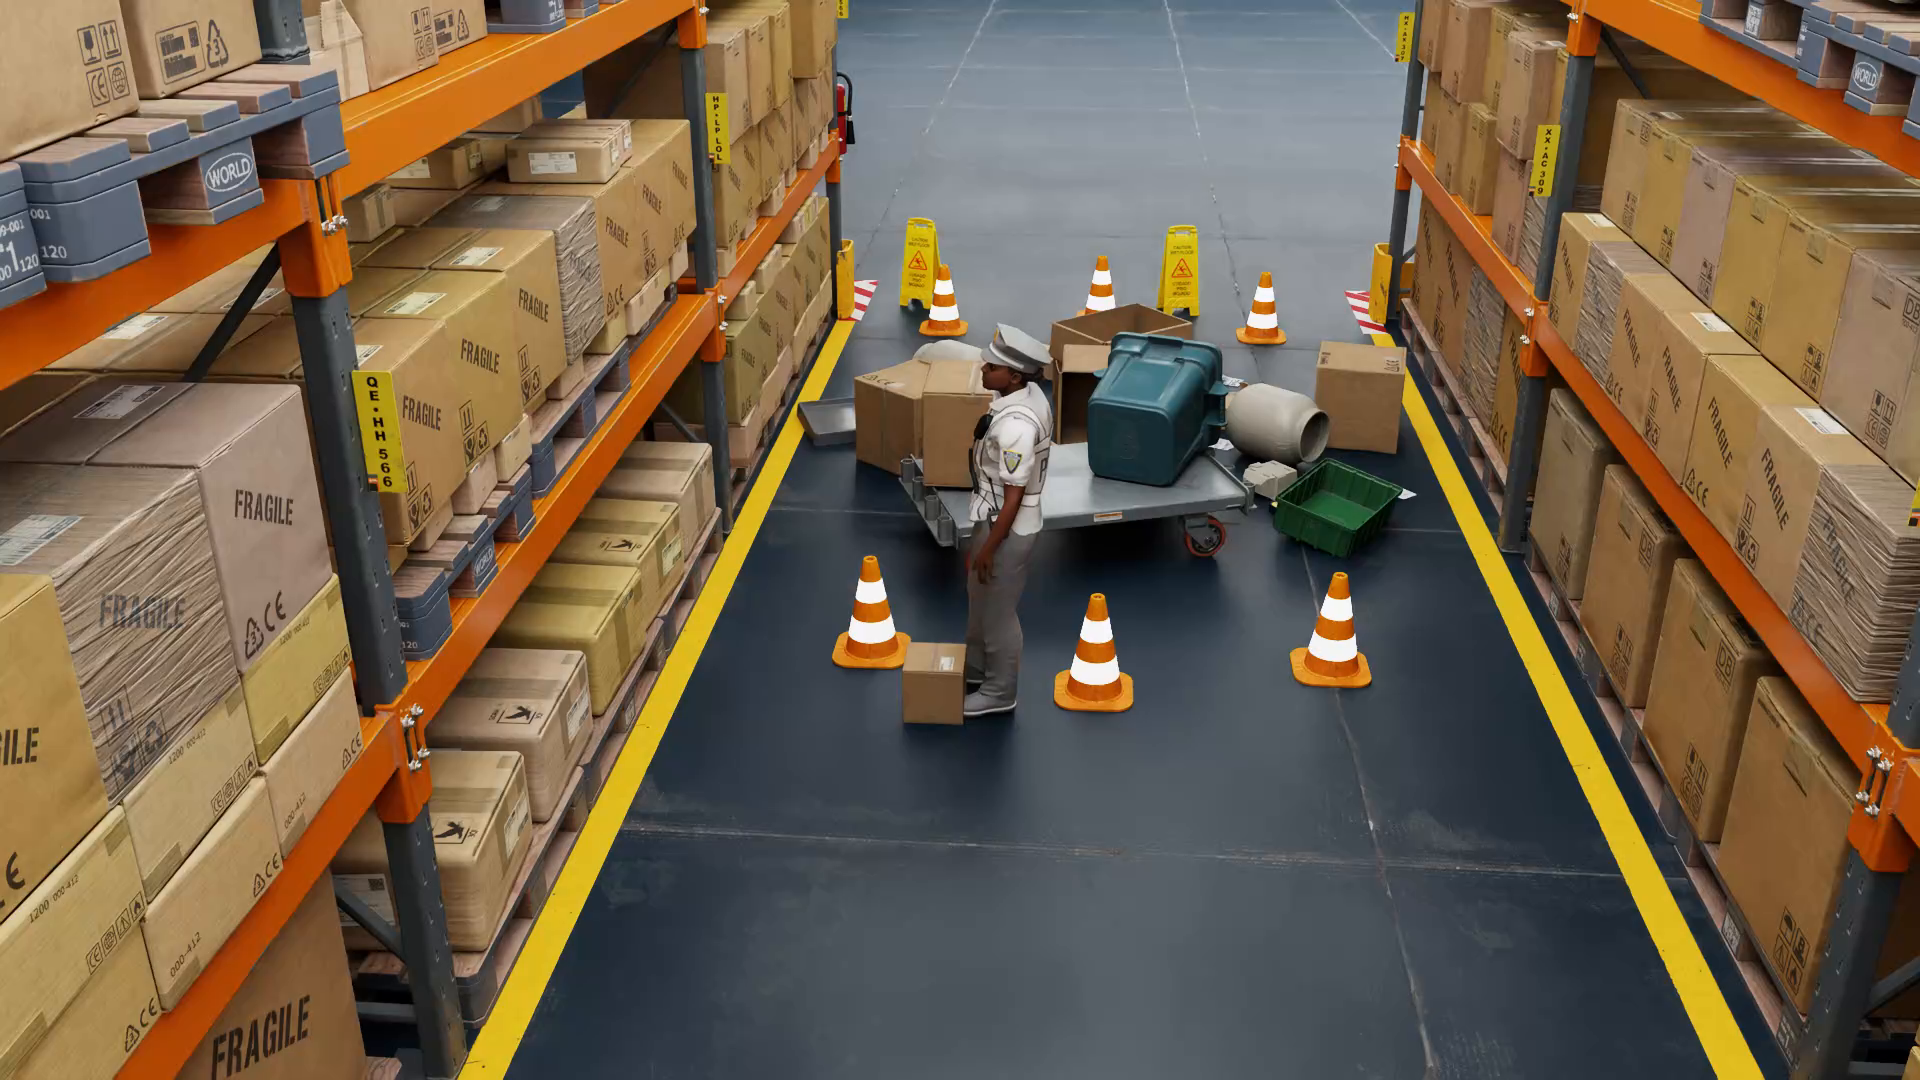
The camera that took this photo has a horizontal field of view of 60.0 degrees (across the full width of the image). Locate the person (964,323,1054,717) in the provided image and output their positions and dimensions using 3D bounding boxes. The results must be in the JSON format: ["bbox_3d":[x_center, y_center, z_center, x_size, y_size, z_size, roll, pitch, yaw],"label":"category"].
[{"bbox_3d":[0.101,-0.070,6.697,0.530,1.695,0.569,2,25,4],"label":"person"}]
